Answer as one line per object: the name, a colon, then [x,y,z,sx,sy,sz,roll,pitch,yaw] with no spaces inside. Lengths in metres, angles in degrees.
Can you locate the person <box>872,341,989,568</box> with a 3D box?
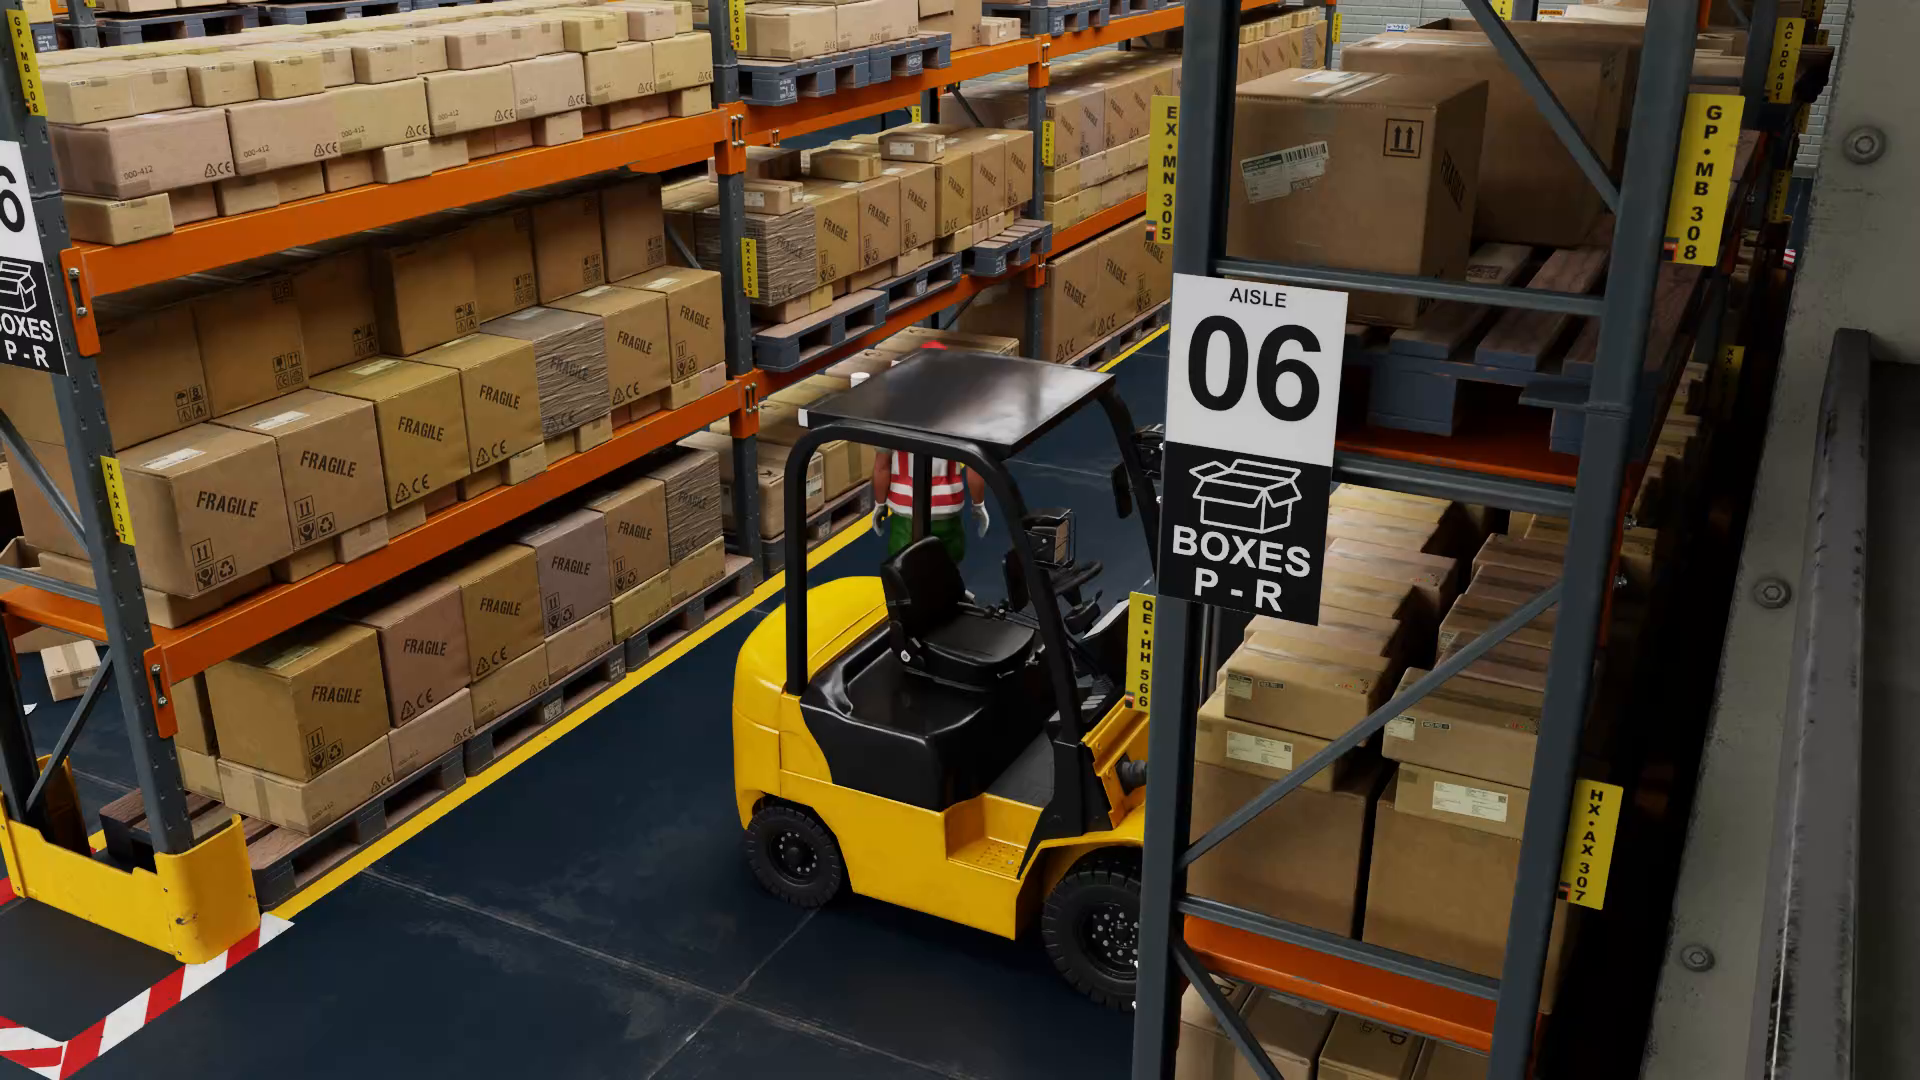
person: [-0.158,-0.159,8.680,0.608,1.790,0.629,-4,23,-9]
